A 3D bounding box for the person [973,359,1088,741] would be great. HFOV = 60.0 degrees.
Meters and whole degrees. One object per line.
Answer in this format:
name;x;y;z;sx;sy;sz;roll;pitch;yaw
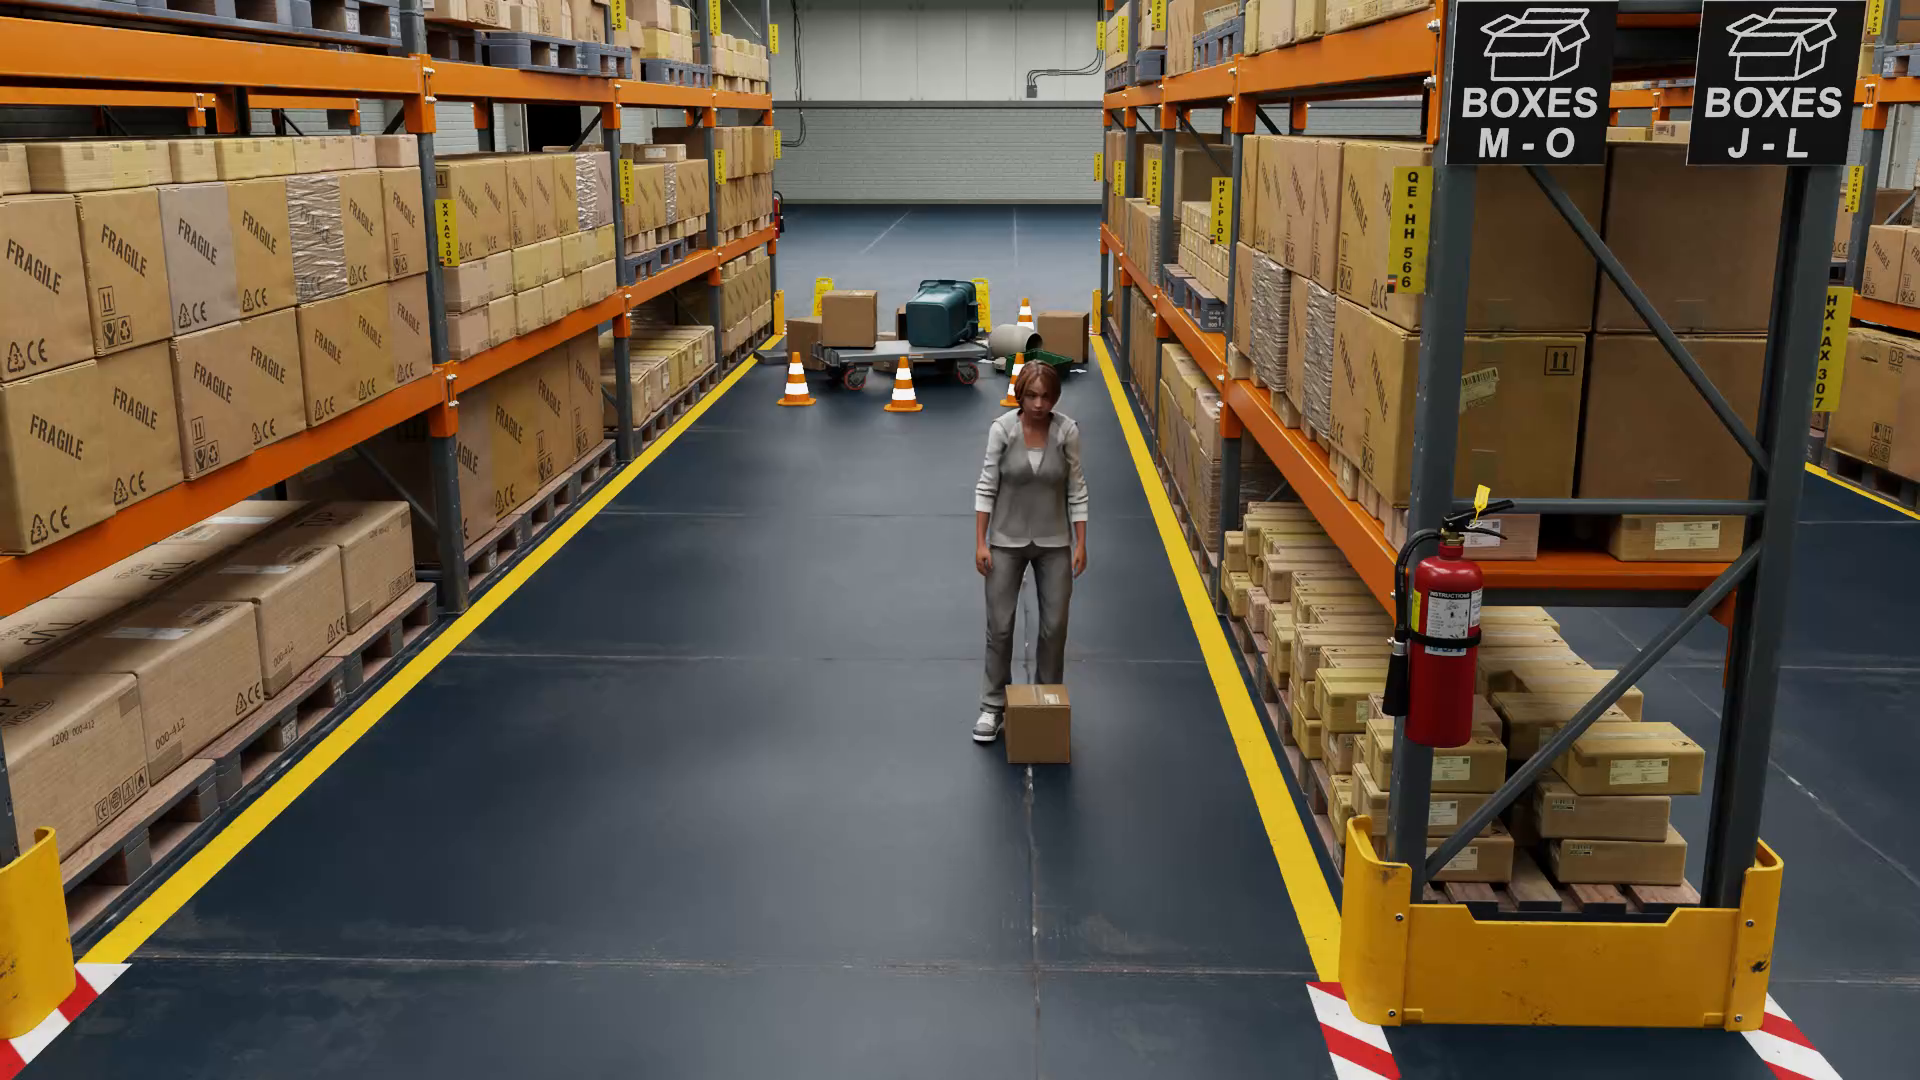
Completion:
person;0.290;0.043;6.857;0.476;1.592;0.349;0;14;-1
